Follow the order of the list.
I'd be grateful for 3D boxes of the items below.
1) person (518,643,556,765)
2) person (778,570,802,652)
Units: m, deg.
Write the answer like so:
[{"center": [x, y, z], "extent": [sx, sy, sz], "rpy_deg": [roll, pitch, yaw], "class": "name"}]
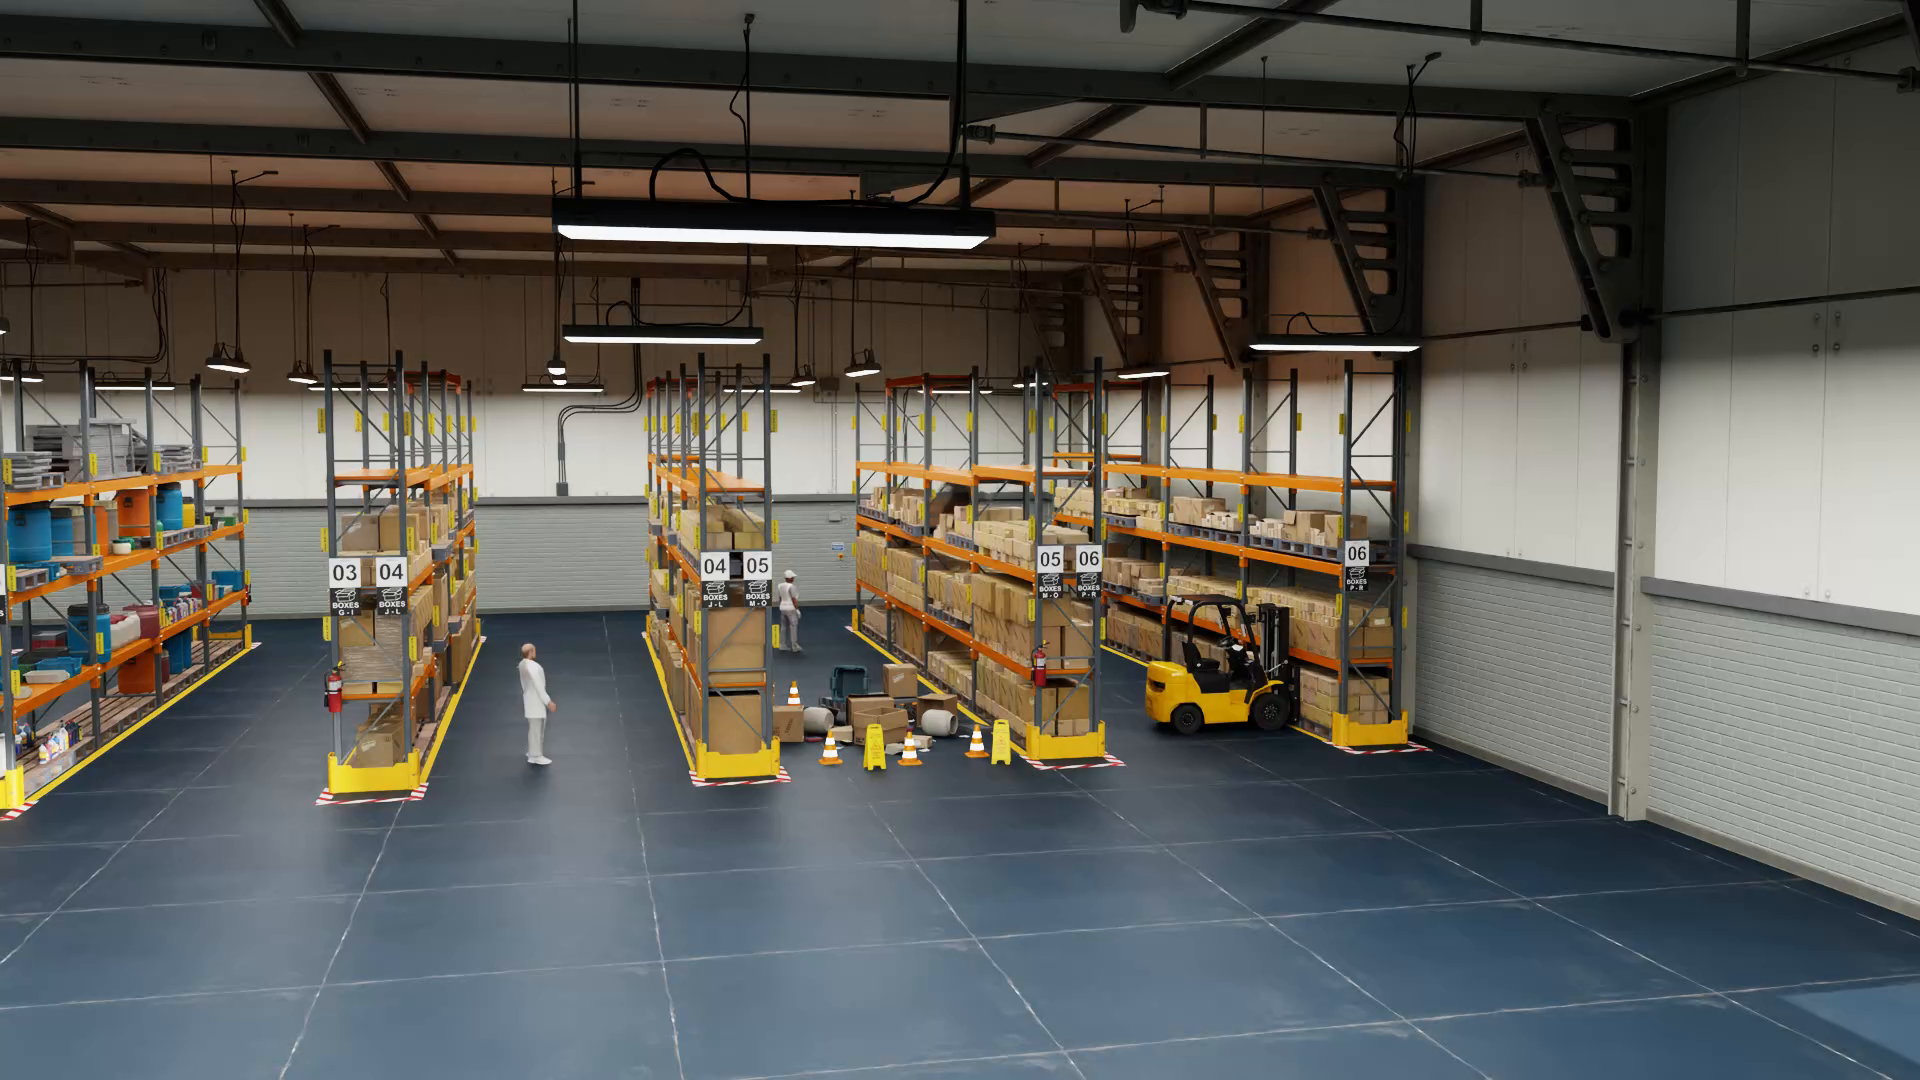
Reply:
[{"center": [-6.223, 2.429, 24.575], "extent": [0.553, 1.831, 0.671], "rpy_deg": [0, 4, -7], "class": "person"}, {"center": [-3.738, 1.560, 36.667], "extent": [0.424, 1.801, 0.595], "rpy_deg": [-4, 6, -45], "class": "person"}]
